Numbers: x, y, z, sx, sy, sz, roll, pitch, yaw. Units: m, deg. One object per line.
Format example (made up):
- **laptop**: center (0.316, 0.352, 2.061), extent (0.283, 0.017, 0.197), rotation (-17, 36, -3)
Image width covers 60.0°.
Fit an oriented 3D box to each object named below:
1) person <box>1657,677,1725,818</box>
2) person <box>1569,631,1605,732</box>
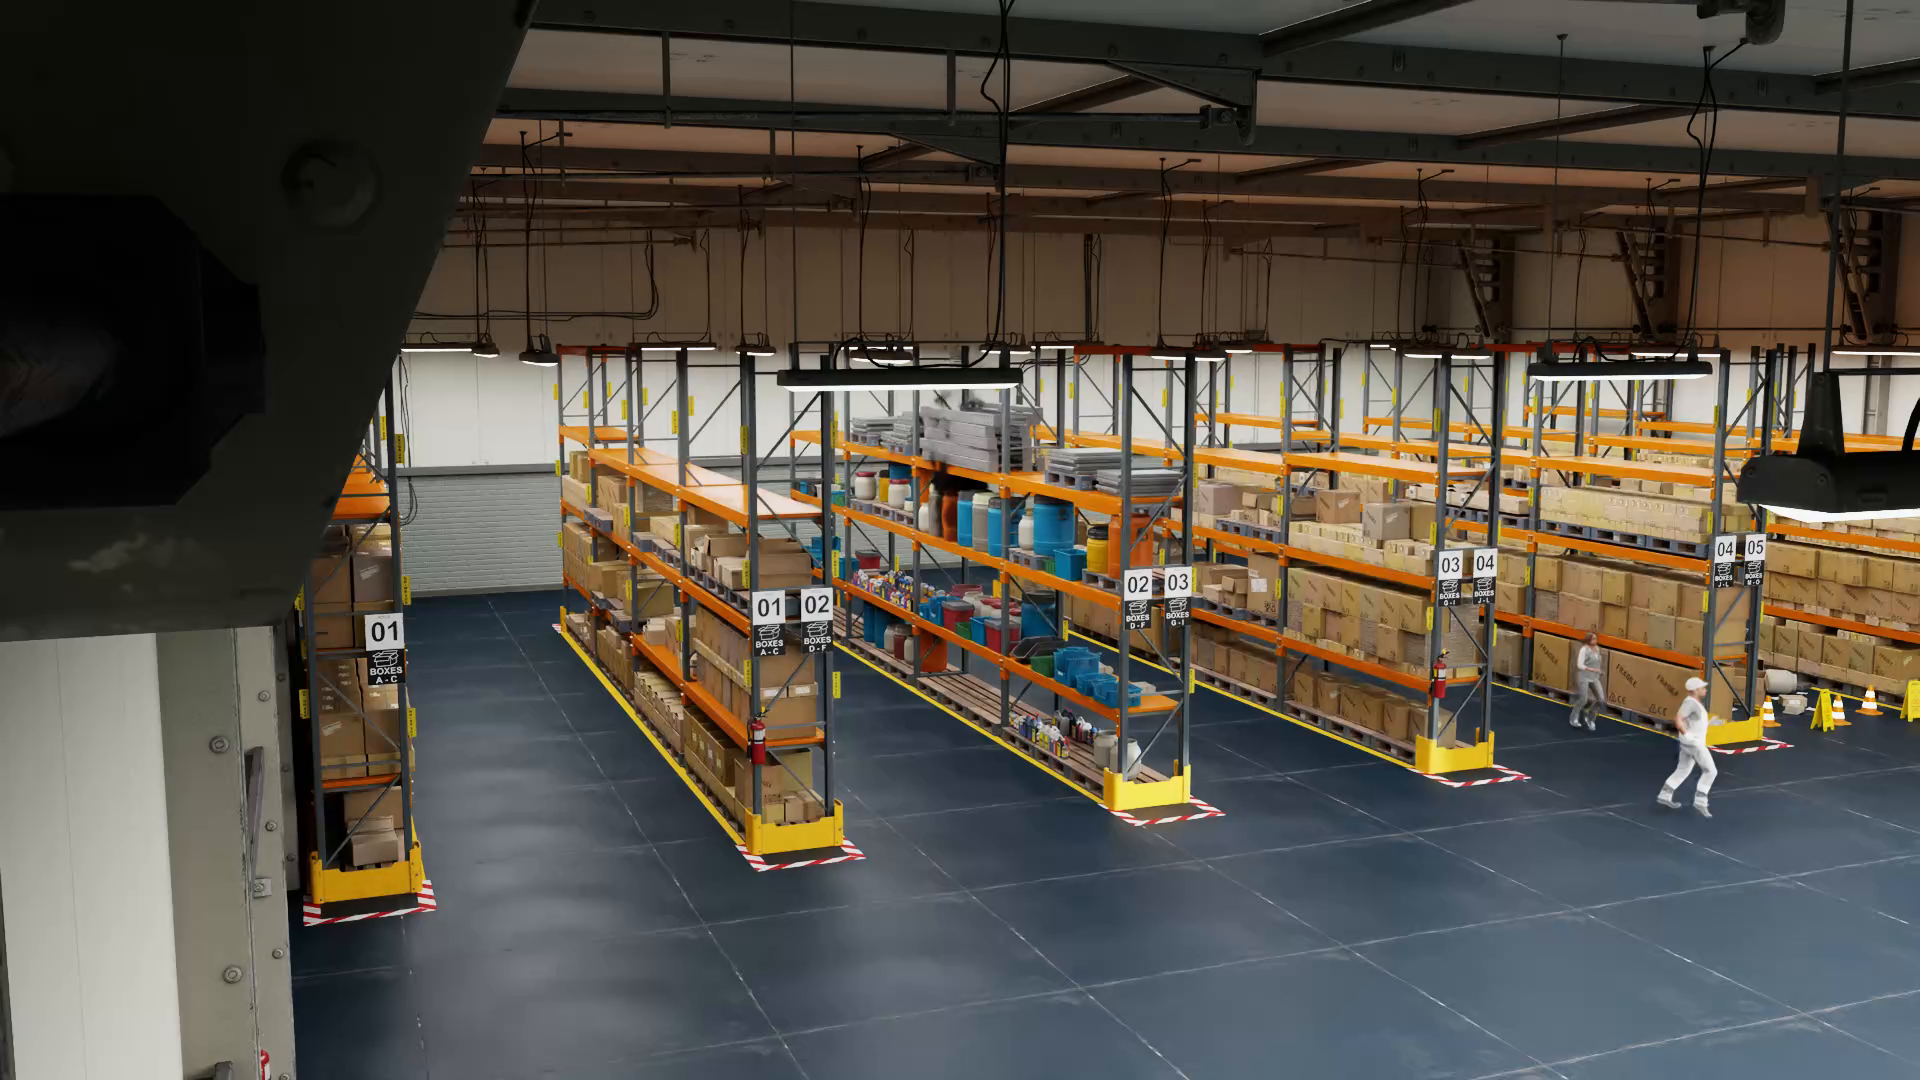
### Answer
- **person**: center (9.557, 2.702, 21.704), extent (0.782, 1.846, 0.631), rotation (2, 8, 15)
- **person**: center (9.921, 2.242, 26.187), extent (0.558, 1.611, 0.673), rotation (-3, 8, -23)
